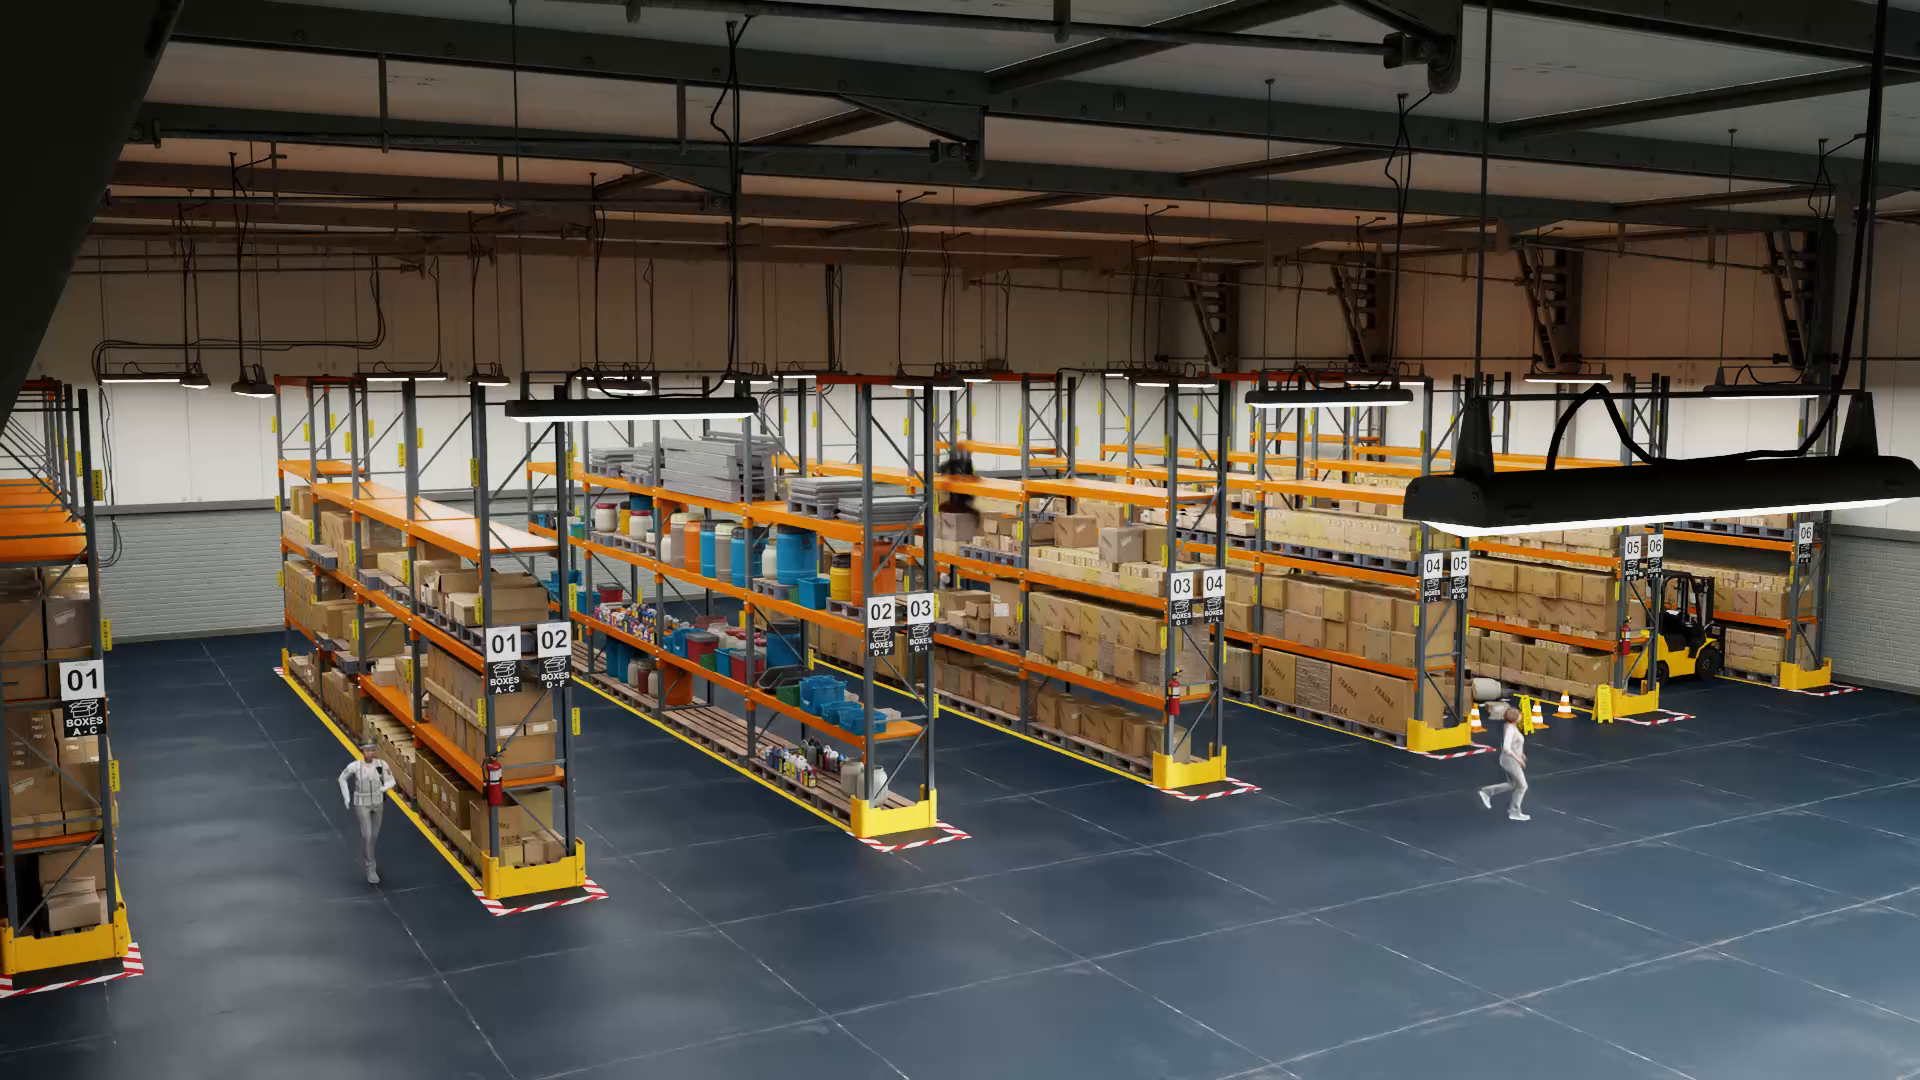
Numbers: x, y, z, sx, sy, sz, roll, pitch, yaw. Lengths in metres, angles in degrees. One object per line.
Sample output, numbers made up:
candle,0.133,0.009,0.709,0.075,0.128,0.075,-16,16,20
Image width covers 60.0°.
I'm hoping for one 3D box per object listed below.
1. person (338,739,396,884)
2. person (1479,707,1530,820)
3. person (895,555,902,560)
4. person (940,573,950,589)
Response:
person,-7.215,3.249,20.330,0.614,1.707,0.854,-4,8,-35
person,7.490,3.062,22.808,0.678,1.557,0.575,1,6,12
person,-1.534,1.185,39.670,0.620,1.663,0.775,0,6,1
person,-0.334,0.809,42.356,1.010,1.737,0.757,3,7,22
